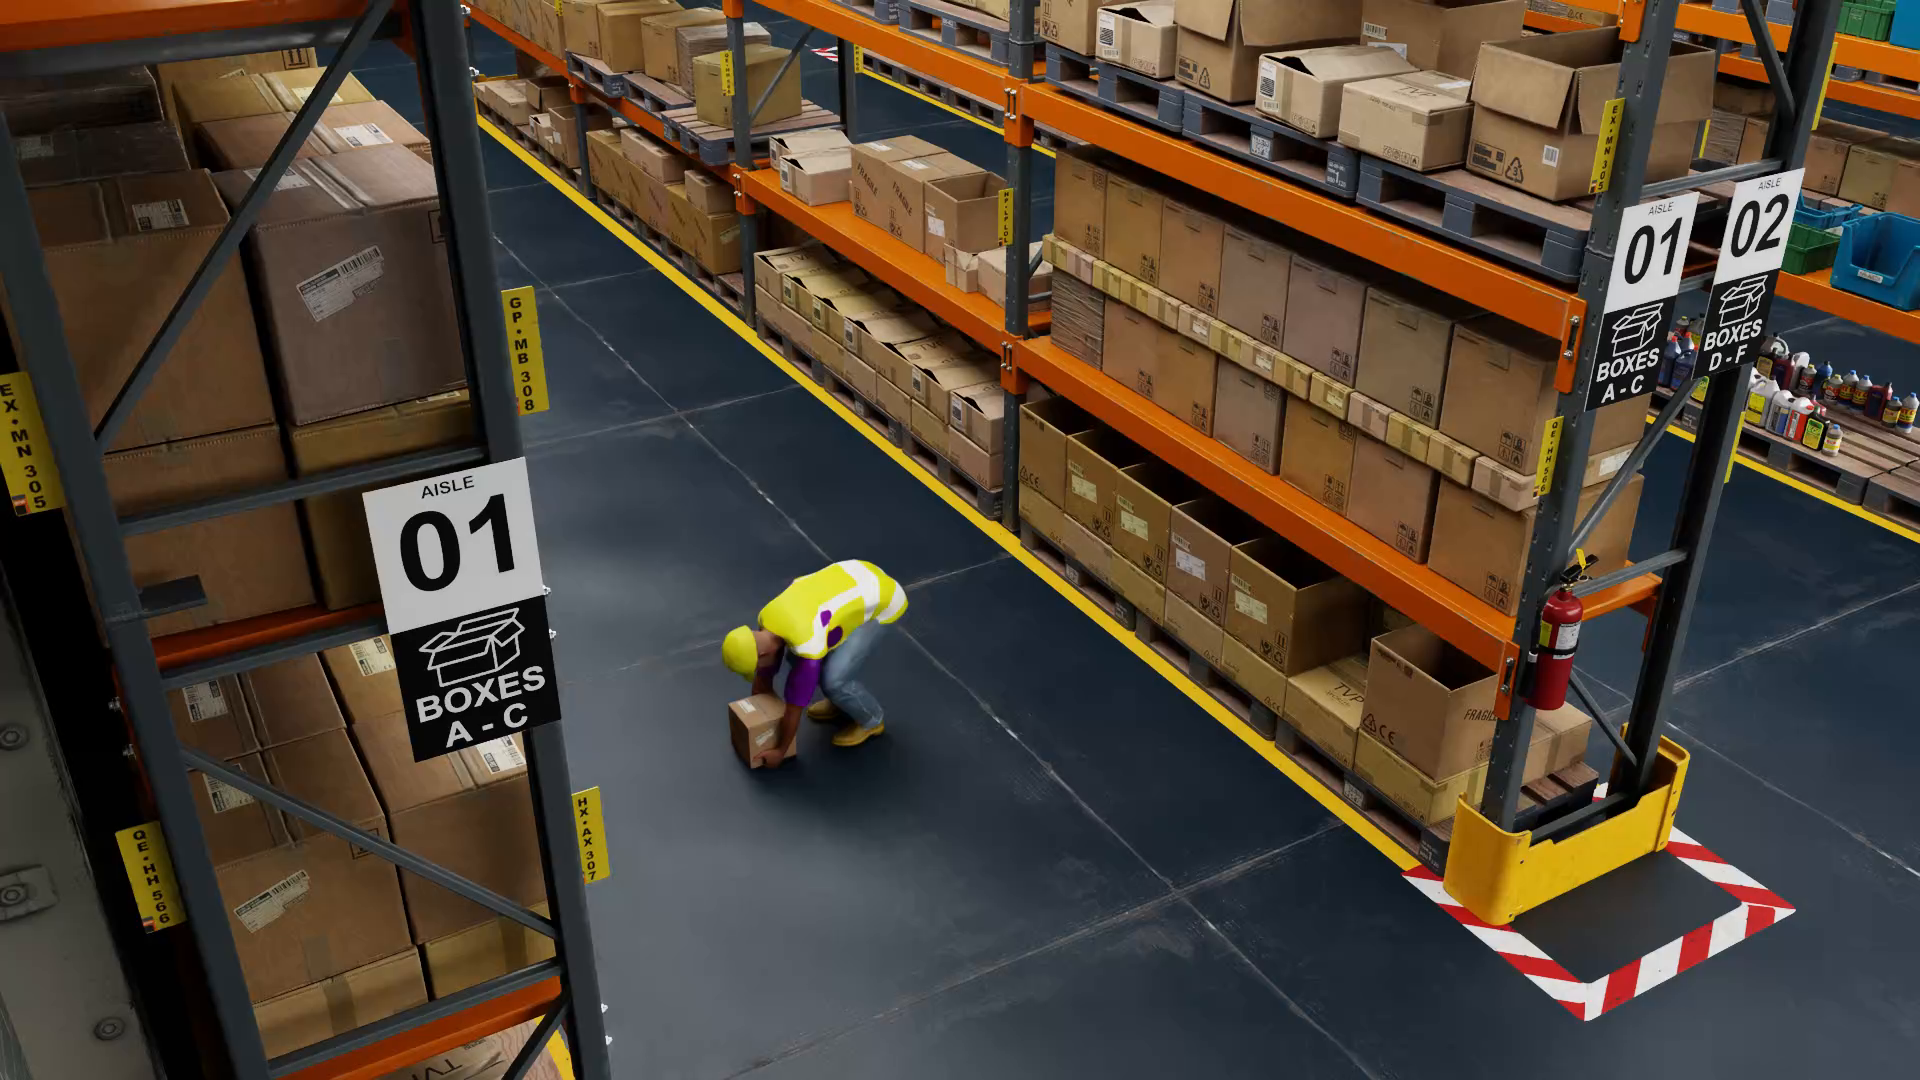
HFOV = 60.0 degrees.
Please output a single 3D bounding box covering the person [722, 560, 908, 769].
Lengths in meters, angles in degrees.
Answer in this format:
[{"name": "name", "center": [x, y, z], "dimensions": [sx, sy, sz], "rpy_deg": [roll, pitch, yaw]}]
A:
[{"name": "person", "center": [-0.728, 0.606, 8.328], "dimensions": [0.976, 0.915, 0.509], "rpy_deg": [-17, 33, -28]}]
